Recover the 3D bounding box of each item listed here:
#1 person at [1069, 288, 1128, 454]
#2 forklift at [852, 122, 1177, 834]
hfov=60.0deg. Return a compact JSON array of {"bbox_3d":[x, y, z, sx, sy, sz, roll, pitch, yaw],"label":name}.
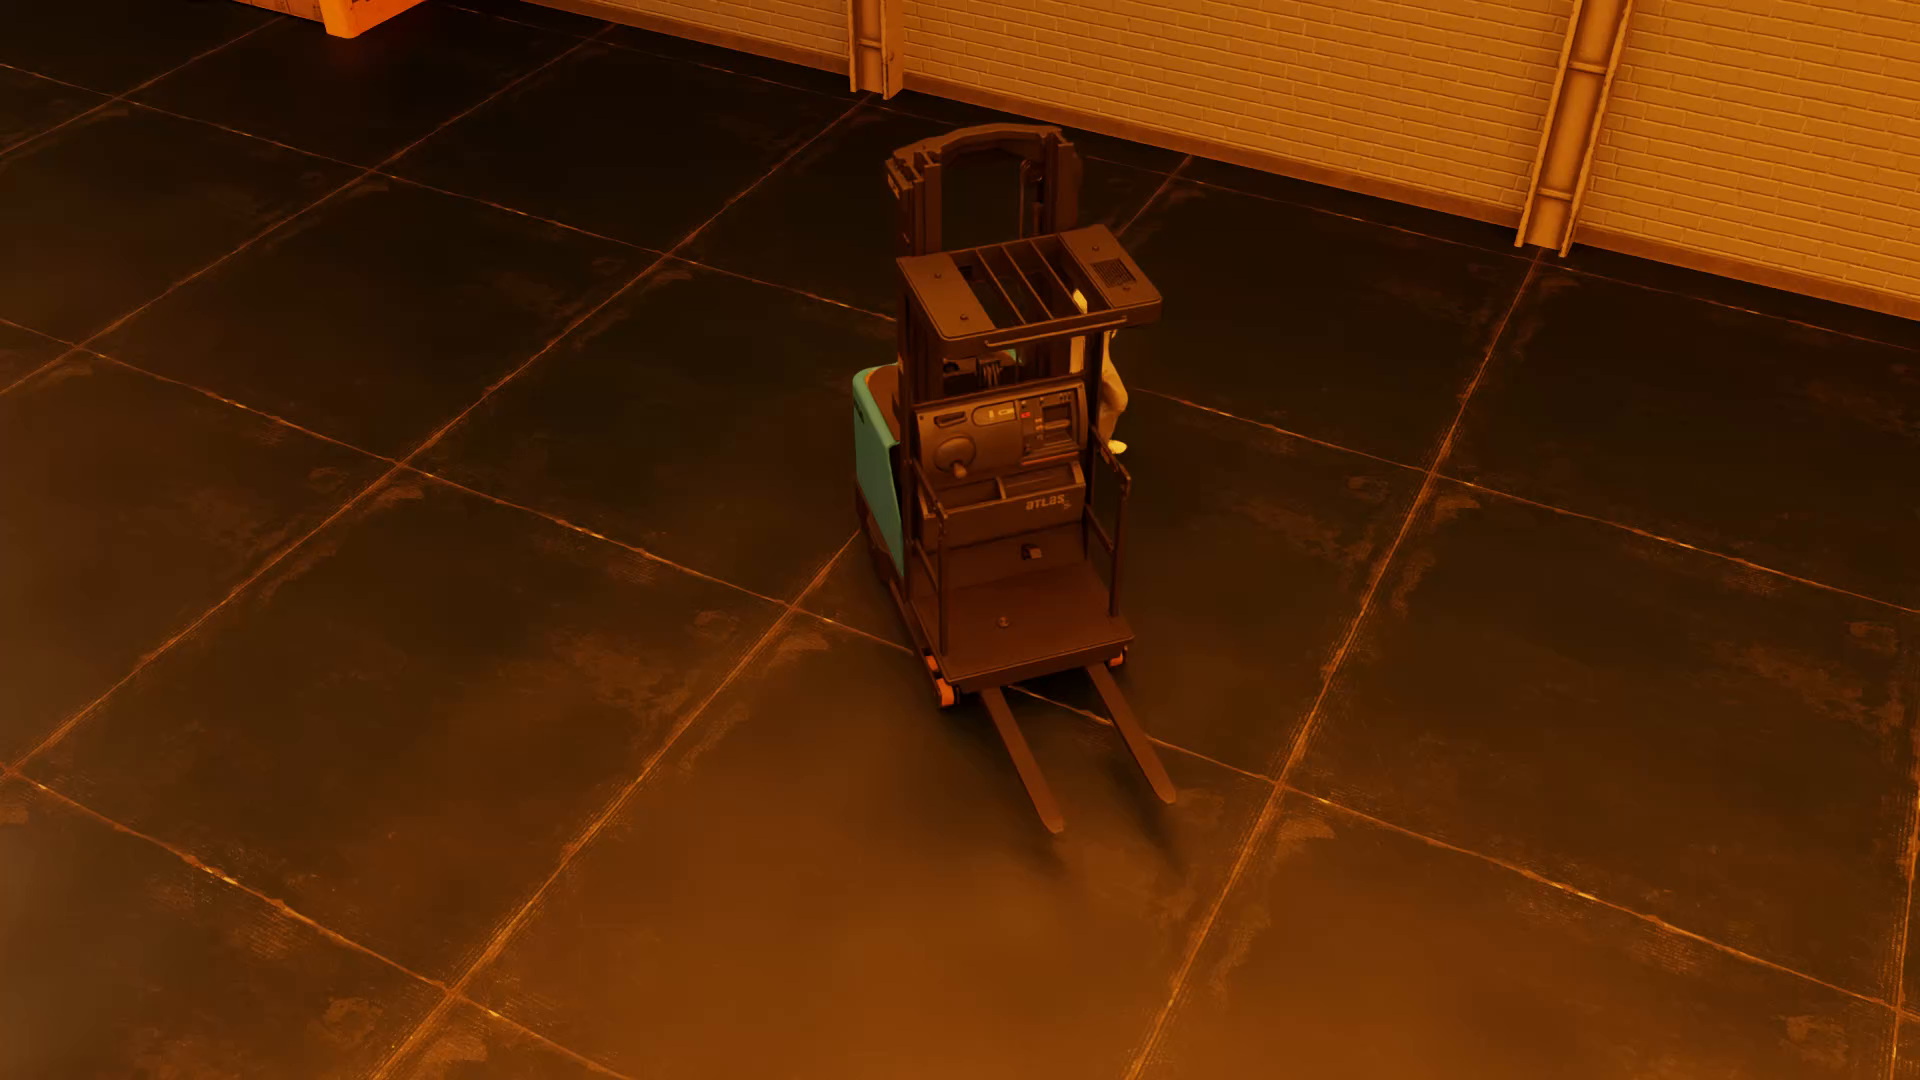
[{"bbox_3d":[0.731,-1.080,10.320,0.442,1.648,0.780,32,49,32],"label":"person"},{"bbox_3d":[0.297,-0.496,8.576,1.130,2.935,3.031,-12,42,-14],"label":"forklift"}]
